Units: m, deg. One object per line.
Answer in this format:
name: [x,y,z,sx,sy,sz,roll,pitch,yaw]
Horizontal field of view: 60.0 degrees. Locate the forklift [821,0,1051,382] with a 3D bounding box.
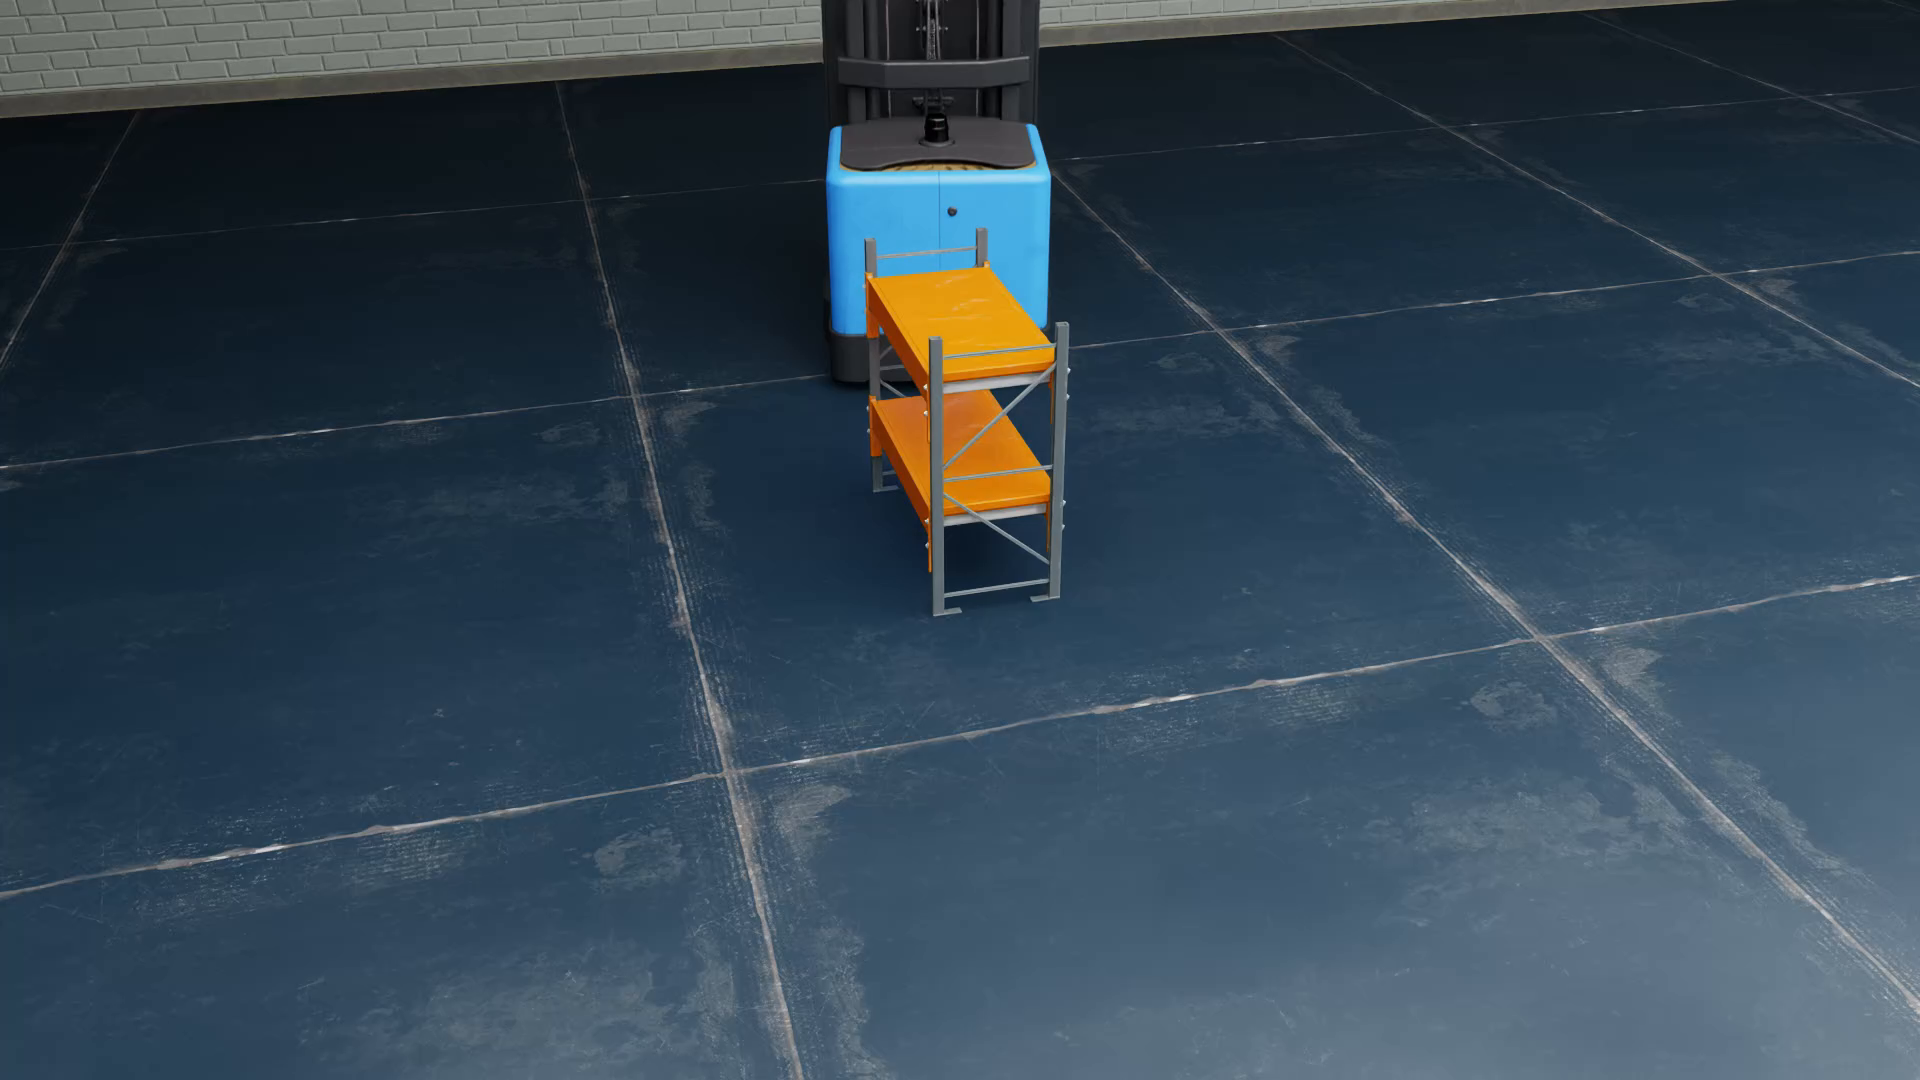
forklift: [-0.158,-2.722,8.527,1.130,2.935,3.031,-1,30,-2]

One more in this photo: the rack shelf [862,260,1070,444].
rack shelf: [0.002,-0.737,6.316,0.538,0.278,1.000,-8,31,-13]

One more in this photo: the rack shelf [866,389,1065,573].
rack shelf: [0.002,-0.272,6.585,0.538,0.278,1.000,-8,31,-13]

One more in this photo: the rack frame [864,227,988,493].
rack frame: [-0.133,-0.729,6.887,0.500,1.125,0.032,-8,31,-13]

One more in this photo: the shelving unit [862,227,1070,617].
shelving unit: [0.002,-0.484,6.463,0.538,1.125,1.048,-8,31,-13]

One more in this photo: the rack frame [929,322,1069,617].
rack frame: [0.137,-0.238,6.038,0.500,1.125,0.032,-8,31,-13]
